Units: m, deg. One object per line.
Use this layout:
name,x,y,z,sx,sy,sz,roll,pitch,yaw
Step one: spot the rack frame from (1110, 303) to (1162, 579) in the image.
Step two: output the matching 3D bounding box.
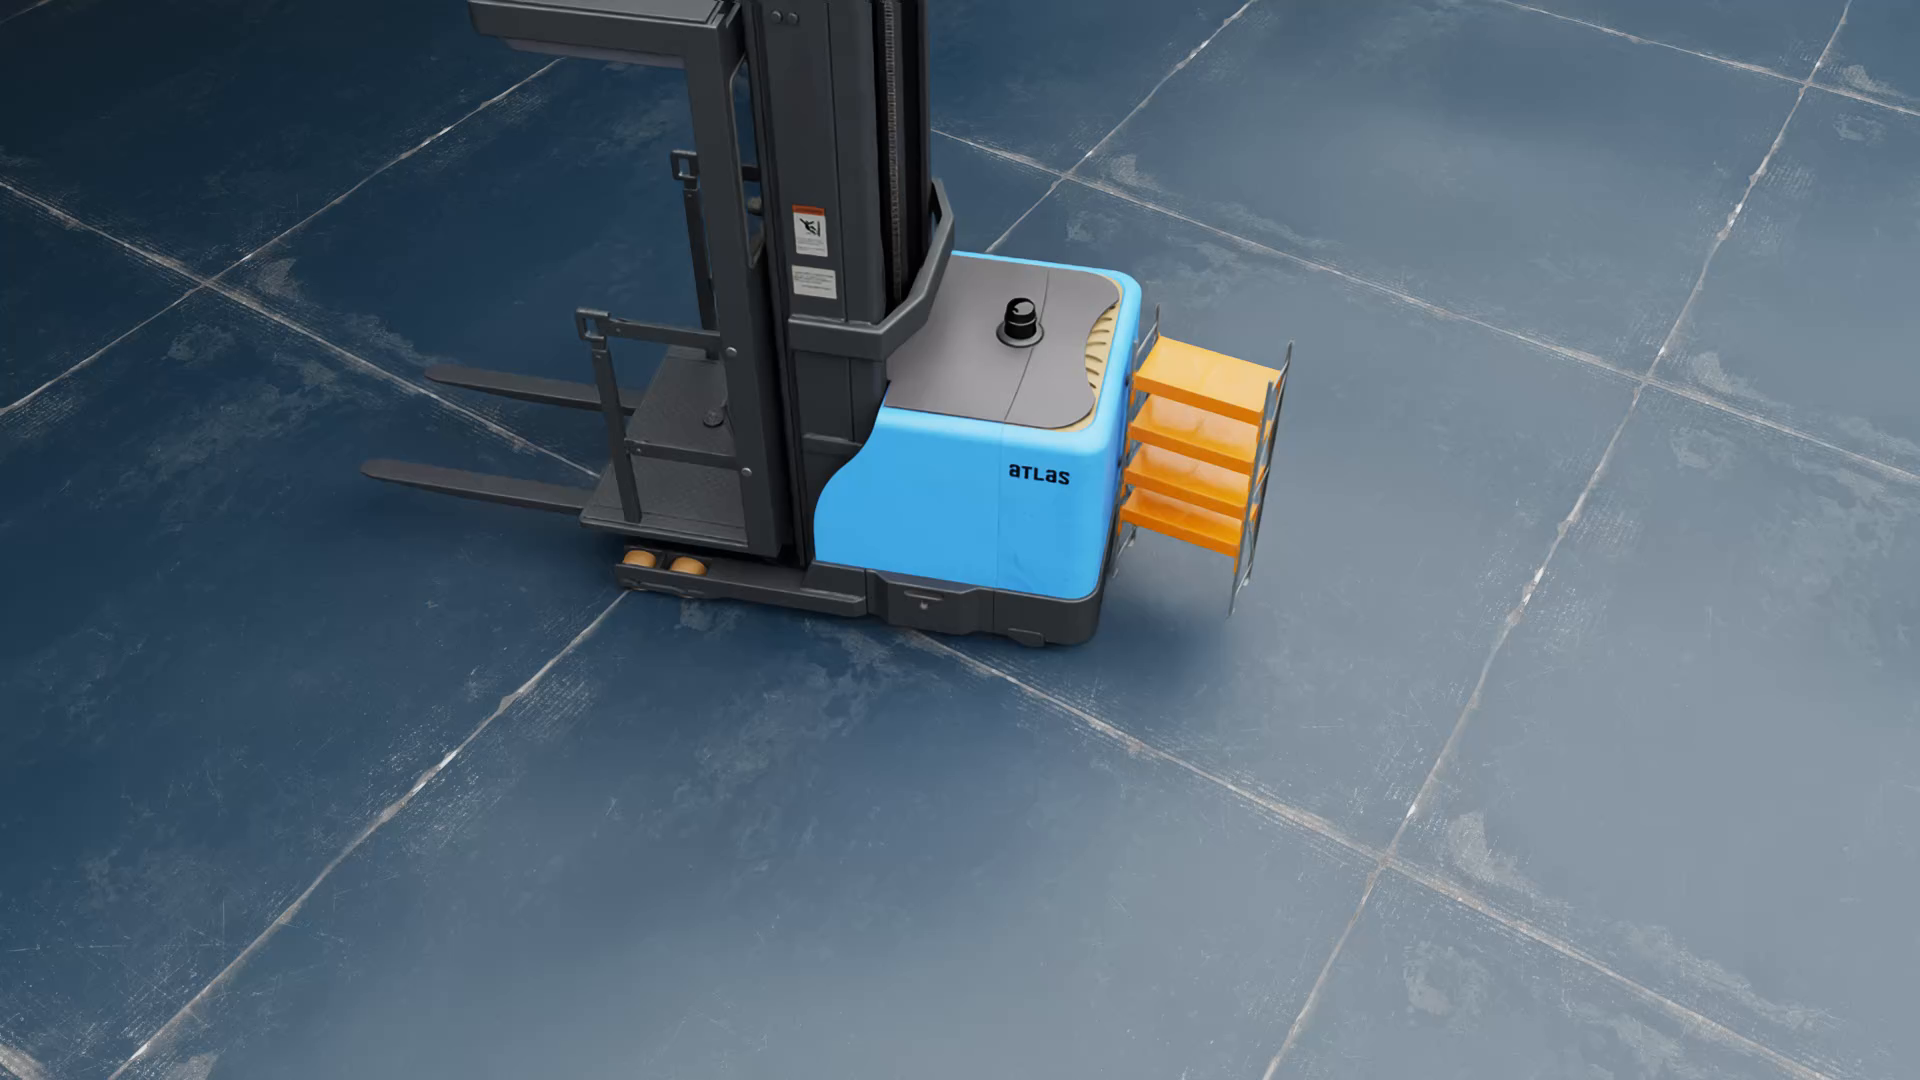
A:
rack frame,0.656,-0.344,6.247,0.015,1.200,0.240,19,49,18

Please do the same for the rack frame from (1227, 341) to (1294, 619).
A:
rack frame,1.096,-0.191,6.099,0.015,1.200,0.240,19,49,18

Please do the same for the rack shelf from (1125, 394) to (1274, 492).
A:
rack shelf,0.876,-0.376,6.061,0.480,0.148,0.258,19,49,18

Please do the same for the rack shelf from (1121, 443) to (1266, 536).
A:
rack shelf,0.876,-0.221,6.221,0.480,0.148,0.258,19,49,18

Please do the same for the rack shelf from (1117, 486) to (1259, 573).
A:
rack shelf,0.876,-0.082,6.364,0.480,0.148,0.258,19,49,18

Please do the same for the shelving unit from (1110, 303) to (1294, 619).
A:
shelving unit,0.876,-0.267,6.173,0.503,1.200,0.258,19,49,18

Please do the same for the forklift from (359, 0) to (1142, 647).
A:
forklift,-0.878,-1.154,5.828,3.031,2.935,1.130,9,46,8

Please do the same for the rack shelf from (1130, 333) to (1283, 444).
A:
rack shelf,0.876,-0.541,5.891,0.480,0.148,0.258,19,49,18
